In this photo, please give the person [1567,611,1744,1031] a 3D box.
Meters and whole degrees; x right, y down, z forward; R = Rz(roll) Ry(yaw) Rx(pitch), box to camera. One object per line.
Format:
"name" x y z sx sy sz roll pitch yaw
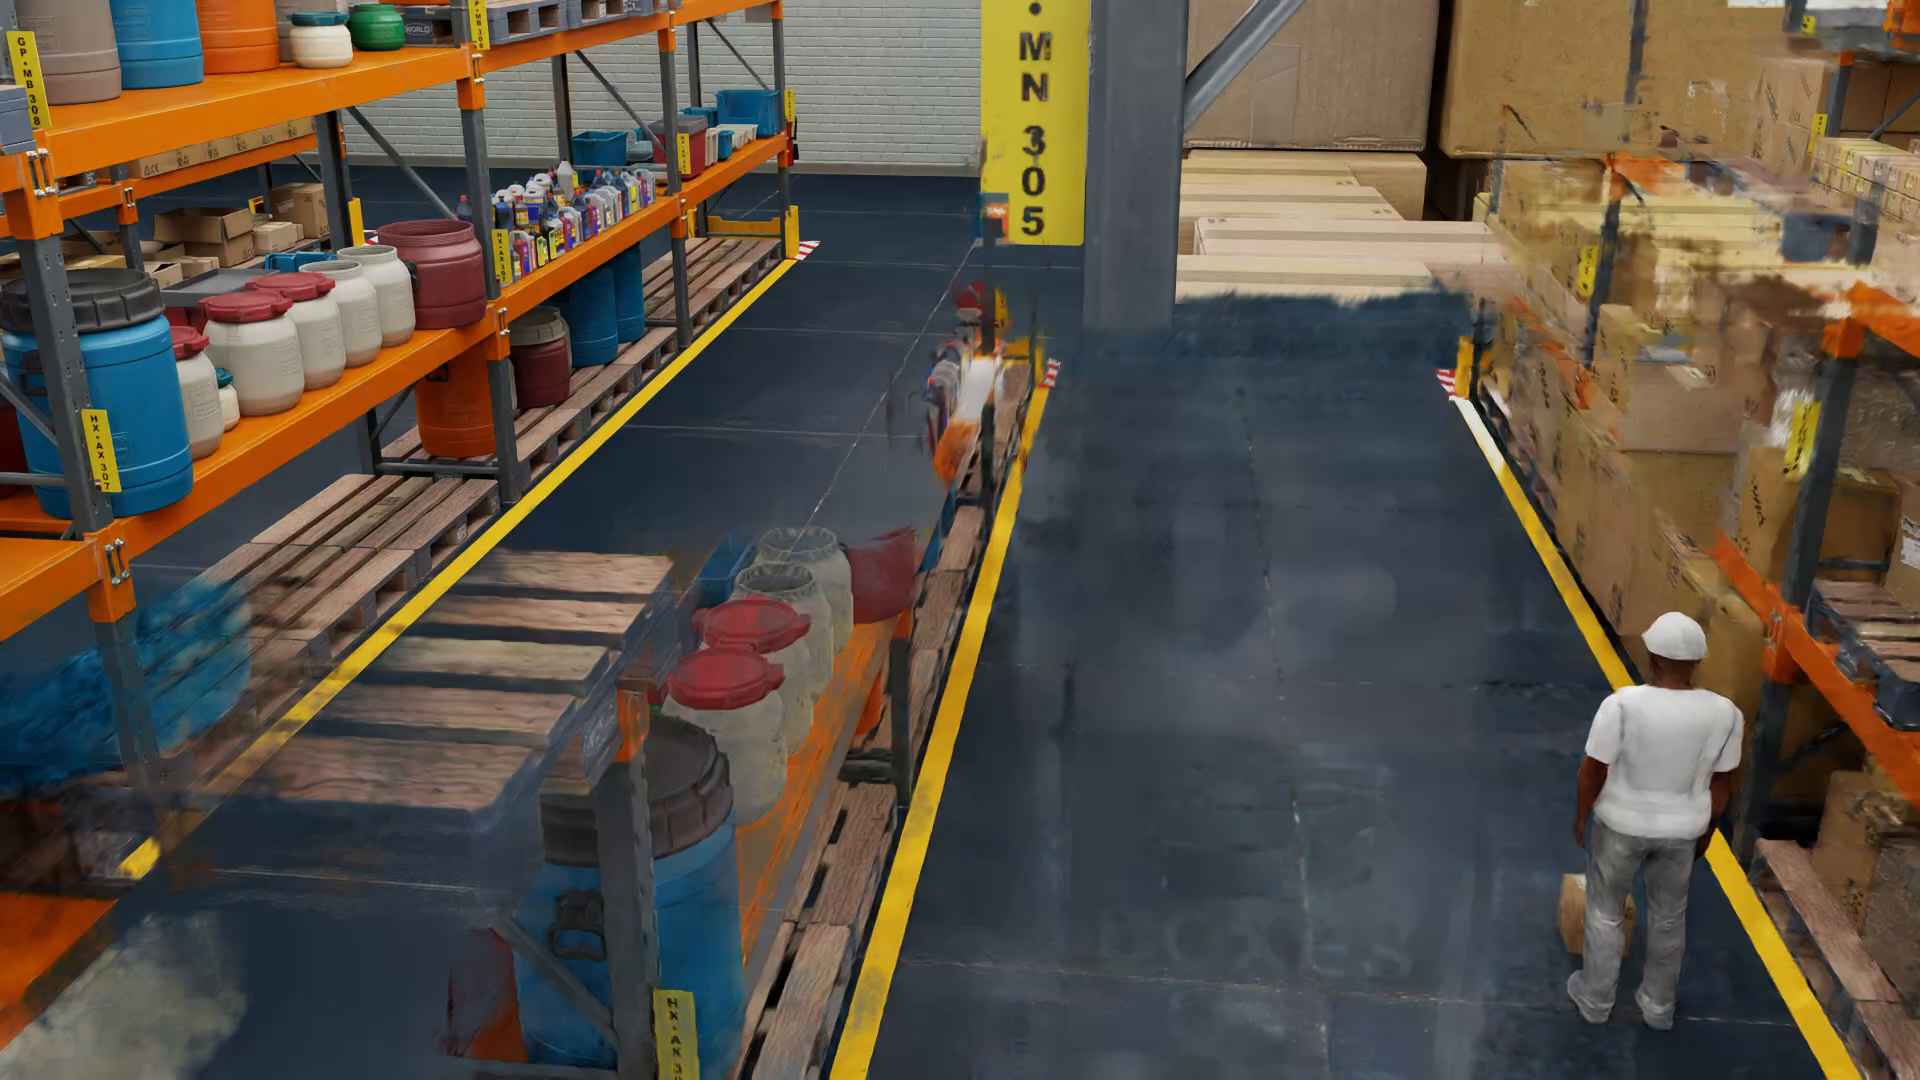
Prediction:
"person" 0.109 -0.467 8.784 0.564 1.774 0.358 3 21 8
